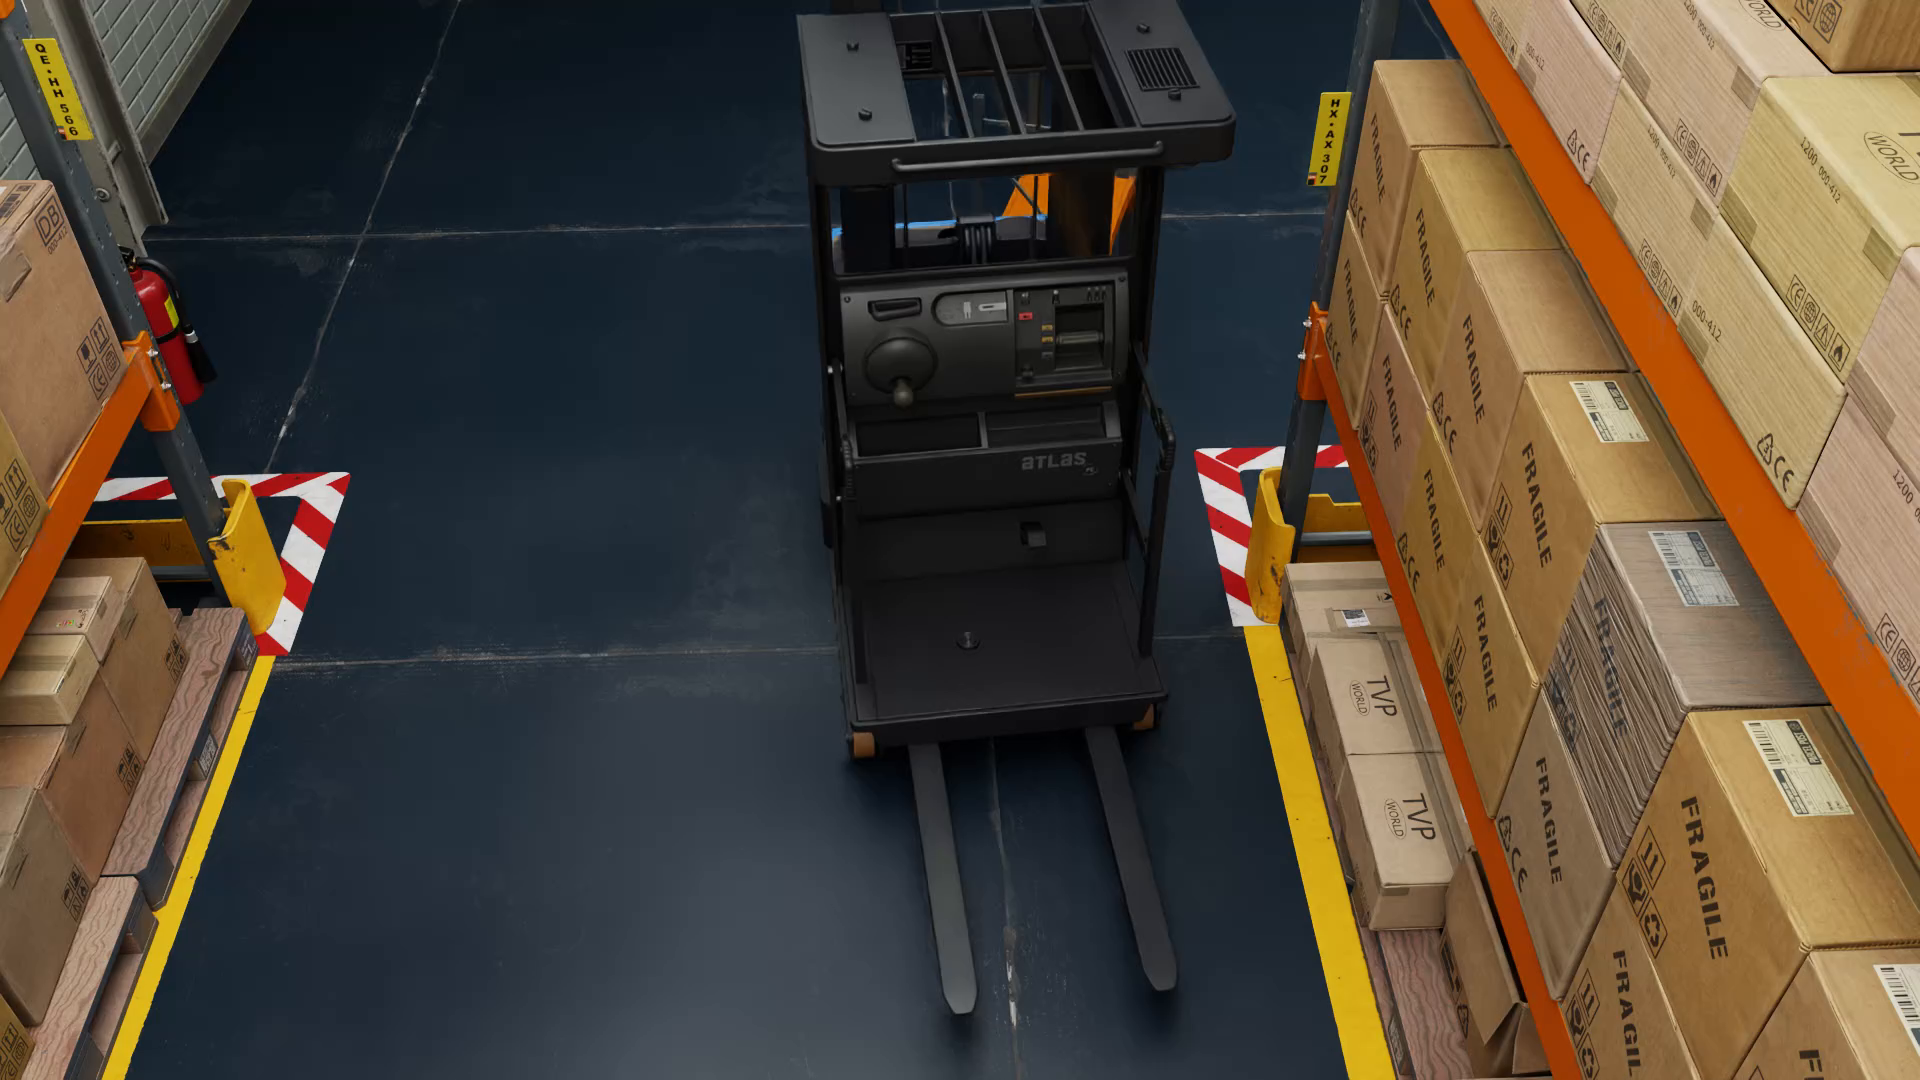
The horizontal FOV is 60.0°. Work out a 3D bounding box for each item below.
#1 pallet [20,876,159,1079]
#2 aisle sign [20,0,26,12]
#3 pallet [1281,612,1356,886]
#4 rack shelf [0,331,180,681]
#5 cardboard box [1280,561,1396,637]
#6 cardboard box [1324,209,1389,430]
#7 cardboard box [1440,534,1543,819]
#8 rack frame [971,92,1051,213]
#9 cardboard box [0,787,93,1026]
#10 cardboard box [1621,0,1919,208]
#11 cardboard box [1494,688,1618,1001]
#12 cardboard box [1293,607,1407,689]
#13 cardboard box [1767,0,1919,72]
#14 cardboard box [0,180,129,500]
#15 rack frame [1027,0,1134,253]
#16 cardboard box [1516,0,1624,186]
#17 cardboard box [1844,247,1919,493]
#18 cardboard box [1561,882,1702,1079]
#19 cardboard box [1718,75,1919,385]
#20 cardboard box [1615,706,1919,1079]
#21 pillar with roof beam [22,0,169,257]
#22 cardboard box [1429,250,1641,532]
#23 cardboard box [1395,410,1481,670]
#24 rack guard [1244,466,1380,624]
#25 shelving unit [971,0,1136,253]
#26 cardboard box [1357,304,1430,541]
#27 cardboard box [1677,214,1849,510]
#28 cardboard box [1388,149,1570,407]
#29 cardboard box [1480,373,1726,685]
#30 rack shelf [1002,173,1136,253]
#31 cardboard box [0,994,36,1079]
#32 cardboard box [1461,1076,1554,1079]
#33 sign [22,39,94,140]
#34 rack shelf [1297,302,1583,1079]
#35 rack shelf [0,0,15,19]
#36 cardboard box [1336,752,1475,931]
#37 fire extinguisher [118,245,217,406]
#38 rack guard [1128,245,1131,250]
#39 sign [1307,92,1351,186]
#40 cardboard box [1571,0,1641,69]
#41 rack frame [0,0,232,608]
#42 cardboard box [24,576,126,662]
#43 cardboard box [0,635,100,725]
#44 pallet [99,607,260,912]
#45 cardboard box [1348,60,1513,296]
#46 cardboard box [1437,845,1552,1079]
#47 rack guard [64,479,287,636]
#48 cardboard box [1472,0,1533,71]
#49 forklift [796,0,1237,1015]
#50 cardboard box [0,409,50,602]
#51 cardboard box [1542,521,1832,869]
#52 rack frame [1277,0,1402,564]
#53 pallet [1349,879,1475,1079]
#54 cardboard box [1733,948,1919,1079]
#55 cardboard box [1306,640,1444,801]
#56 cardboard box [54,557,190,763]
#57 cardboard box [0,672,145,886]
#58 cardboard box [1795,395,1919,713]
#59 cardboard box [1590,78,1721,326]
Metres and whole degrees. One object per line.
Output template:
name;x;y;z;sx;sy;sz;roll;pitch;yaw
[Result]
pallet;-3.073;1.567;4.885;1.003;0.211;1.213;-2;43;-2
aisle sign;-2.938;-1.836;4.609;0.394;0.787;0.004;-2;43;-2
pallet;1.753;0.652;5.882;1.003;0.211;1.213;-2;43;-2
rack shelf;-3.149;0.795;4.195;1.077;0.370;4.000;-2;43;-2
cardboard box;1.389;0.216;6.079;0.380;0.149;0.250;-2;43;-2
cardboard box;1.470;-0.695;5.214;0.500;0.500;0.500;-1;43;-1
cardboard box;1.535;0.330;4.096;0.500;0.500;0.500;-1;43;-1
rack frame;0.292;-1.121;6.863;0.500;1.500;0.032;10;43;11
cardboard box;-3.061;1.093;4.877;0.700;0.500;0.500;-3;43;-3
cardboard box;1.535;-0.833;2.960;0.500;0.250;0.500;-2;43;-2
cardboard box;1.560;0.674;3.721;0.500;0.500;0.500;-1;43;-1
cardboard box;1.400;0.378;5.888;0.380;0.166;0.250;-2;43;-2
cardboard box;1.746;-1.115;2.713;0.700;0.500;0.500;-2;43;-2
cardboard box;-3.203;-0.587;4.949;0.980;0.700;0.700;0;43;0
rack frame;0.552;-1.785;7.588;0.500;1.500;0.032;10;43;11
cardboard box;1.514;-0.986;3.497;0.500;0.250;0.500;-2;43;-2
cardboard box;1.575;-0.158;2.223;0.500;0.250;0.500;-2;43;-2
cardboard box;1.584;1.020;3.343;0.500;0.500;0.500;-1;43;-1
cardboard box;1.556;-0.495;2.592;0.500;0.250;0.500;-2;43;-2
cardboard box;1.580;0.650;3.007;0.500;0.500;0.500;-2;43;-3
pillar with roof beam;0.088;-4.953;5.494;9.100;9.000;0.400;-2;43;-2
cardboard box;1.516;-0.373;4.123;0.500;0.500;0.500;-1;43;-1
cardboard box;1.516;-0.008;4.465;0.500;0.500;0.500;-2;43;-2
rack guard;1.718;0.008;6.372;1.175;0.500;0.348;-2;43;-2
shelving unit;0.424;-1.459;7.232;0.587;1.500;1.083;10;43;11
cardboard box;1.497;-0.347;4.834;0.500;0.500;0.500;-2;43;-2
cardboard box;1.558;-0.311;2.761;0.500;0.250;0.500;-2;43;-2
cardboard box;1.500;-0.711;4.492;0.500;0.500;0.500;-1;43;-1
cardboard box;1.539;-0.030;3.749;0.500;0.500;0.500;-2;43;-2
rack shelf;0.422;-1.320;7.347;0.538;0.185;1.000;10;43;11
cardboard box;-3.031;1.453;4.484;0.700;0.500;0.500;-1;43;-1
cardboard box;1.545;1.681;4.360;0.500;0.311;0.500;-2;43;-2
sign;-2.692;-1.341;4.961;0.100;0.325;0.005;-2;43;-2
rack shelf;1.800;0.650;4.353;1.077;0.370;4.000;-2;43;-2
rack shelf;-3.149;-0.311;3.182;1.077;0.370;4.000;-2;43;-2
cardboard box;1.497;0.937;5.218;0.500;0.250;0.500;-2;43;-2
fire extinguisher;-2.780;-0.770;5.703;0.296;0.674;0.183;-2;43;-2
rack guard;0.551;-1.324;8.009;0.587;0.250;0.087;10;43;11
sign;1.173;-1.269;5.273;0.100;0.325;0.005;-2;43;-2
cardboard box;1.518;-1.171;3.328;0.500;0.250;0.500;-2;43;-2
rack frame;-3.234;-0.820;5.425;1.000;3.000;0.127;-2;43;-2
cardboard box;-2.917;0.258;5.307;0.380;0.149;0.250;-2;43;-2
cardboard box;-2.906;0.431;5.119;0.380;0.149;0.250;-1;43;-1
pallet;-3.122;0.745;5.781;1.003;0.211;1.213;-2;43;-2
cardboard box;1.470;-1.063;4.876;0.500;0.500;0.500;0;43;0
cardboard box;1.800;1.225;4.715;0.797;0.503;0.637;-2;43;-2
rack guard;-3.235;0.085;6.288;1.175;0.500;0.348;-2;43;-2
cardboard box;1.491;-1.324;3.865;0.500;0.250;0.500;-2;43;-2
forklift;0.115;-0.563;5.195;1.130;2.935;3.031;-5;43;-6
cardboard box;-3.161;-0.096;4.413;0.980;0.700;0.700;-2;43;-2
cardboard box;1.559;0.310;3.378;0.500;0.500;0.500;-1;43;-1
rack frame;1.715;-0.965;5.583;1.000;3.000;0.127;-2;43;-2
pallet;1.802;1.474;4.986;1.003;0.211;1.213;-2;43;-2
cardboard box;1.605;0.996;2.630;0.500;0.500;0.500;-1;43;-2
cardboard box;1.476;0.599;5.586;0.500;0.250;0.500;-2;43;-2
cardboard box;-3.105;0.416;5.616;0.700;0.500;0.500;-2;43;-2
cardboard box;-3.083;0.754;5.247;0.700;0.500;0.500;-2;43;-2
cardboard box;1.588;0.026;2.393;0.500;0.250;0.500;-2;43;-2
cardboard box;1.541;-0.649;3.129;0.500;0.250;0.500;-2;43;-2
